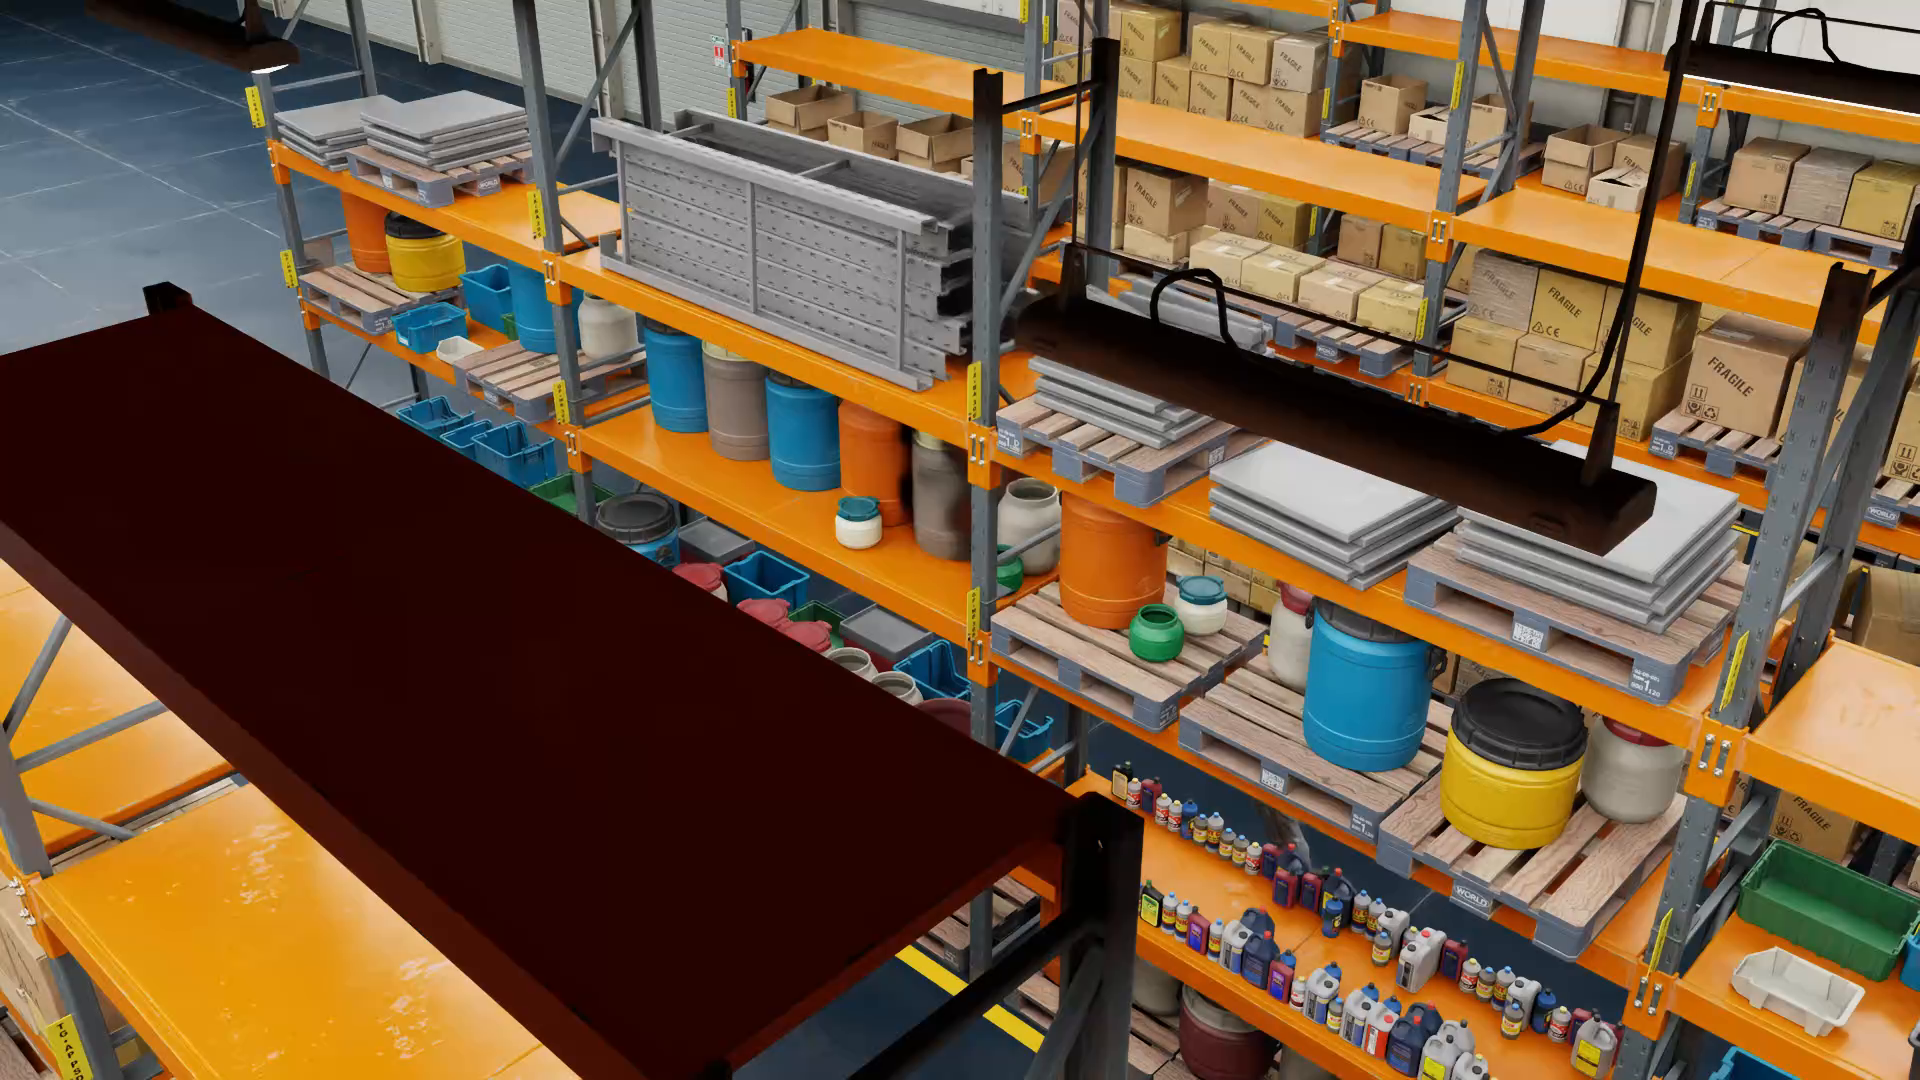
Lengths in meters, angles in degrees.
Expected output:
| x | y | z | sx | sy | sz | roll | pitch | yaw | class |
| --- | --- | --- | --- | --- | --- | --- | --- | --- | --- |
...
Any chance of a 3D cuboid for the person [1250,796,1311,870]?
| x | y | z | sx | sy | sz | roll | pitch | yaw | class |
| --- | --- | --- | --- | --- | --- | --- | --- | --- | --- |
| 2.142 | 1.581 | 11.107 | 0.712 | 1.847 | 0.683 | 21 | 35 | 32 | person |
